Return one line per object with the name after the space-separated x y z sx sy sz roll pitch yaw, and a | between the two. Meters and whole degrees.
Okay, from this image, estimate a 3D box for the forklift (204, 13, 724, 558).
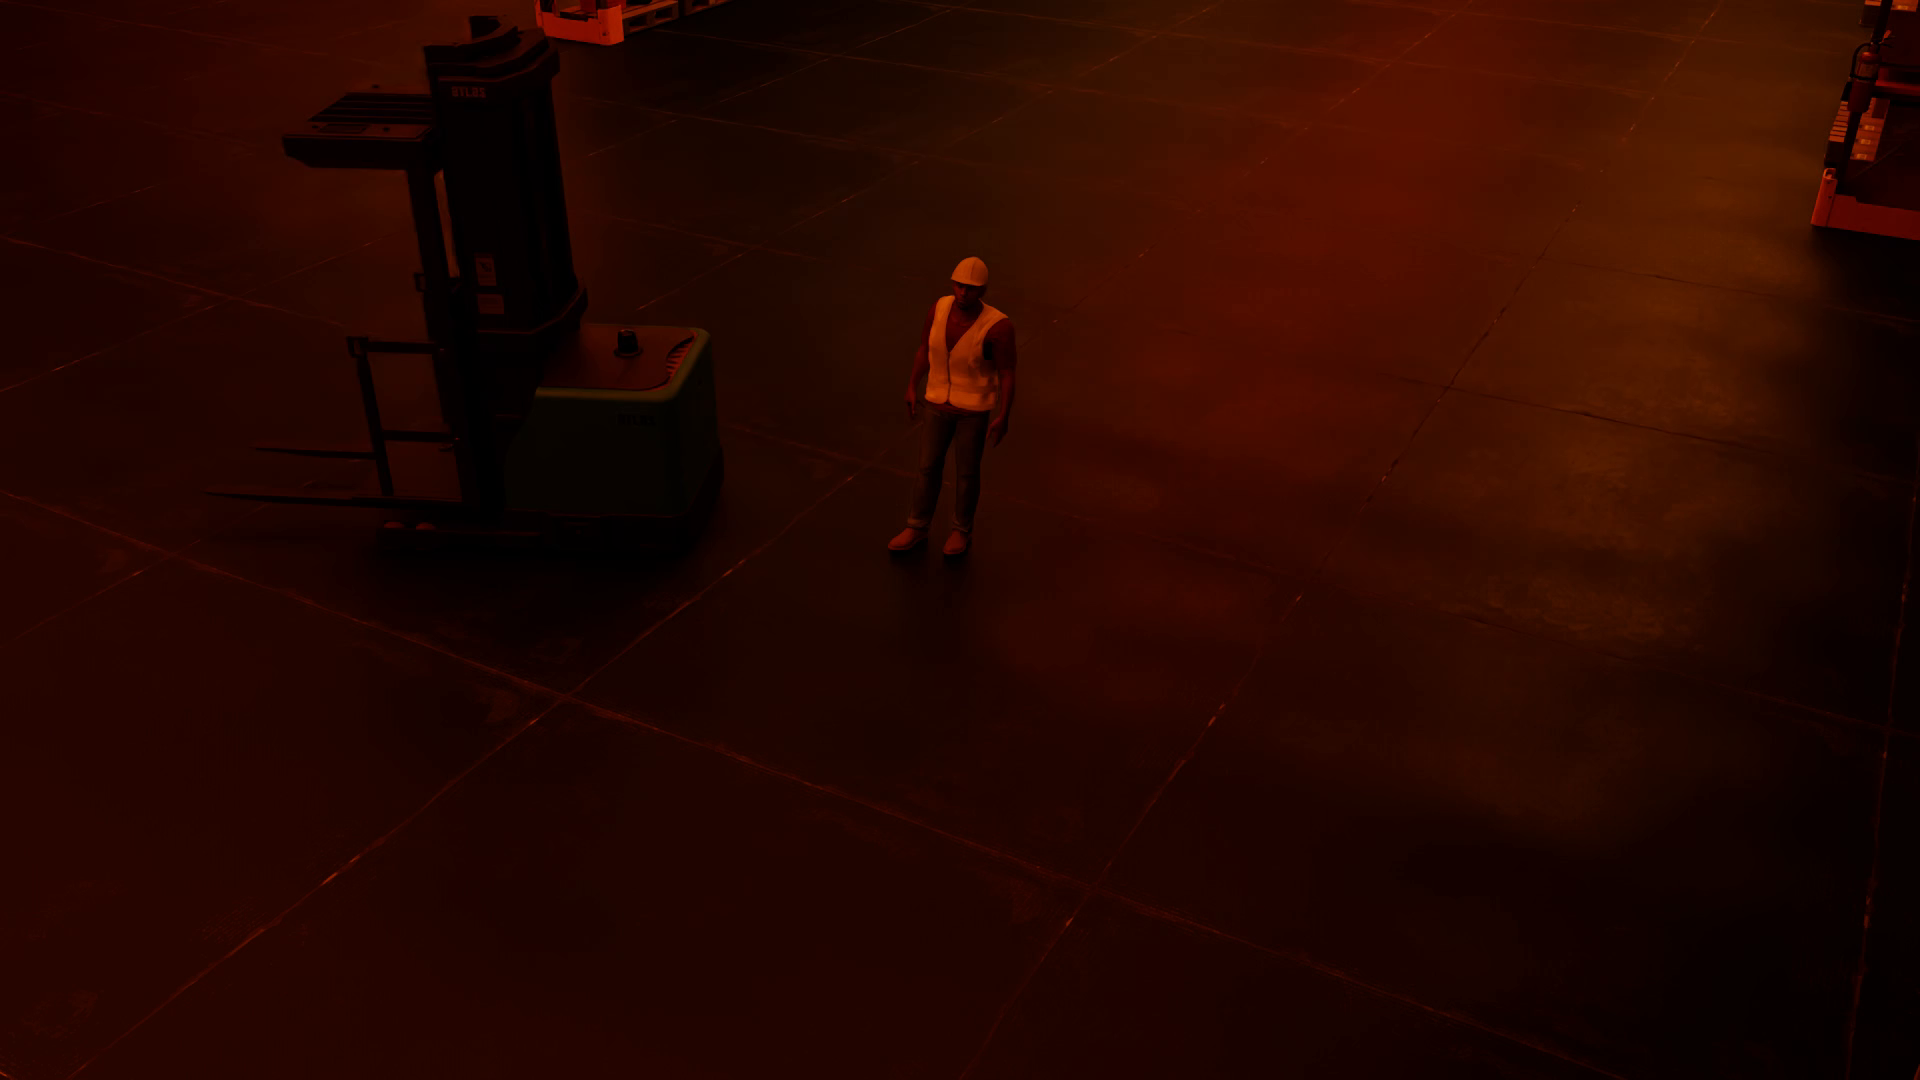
-3.043 -1.463 9.605 3.031 2.935 1.130 3 30 5 | forklift

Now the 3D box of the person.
-0.038 -0.742 9.507 0.666 1.768 0.575 15 33 25 | person
